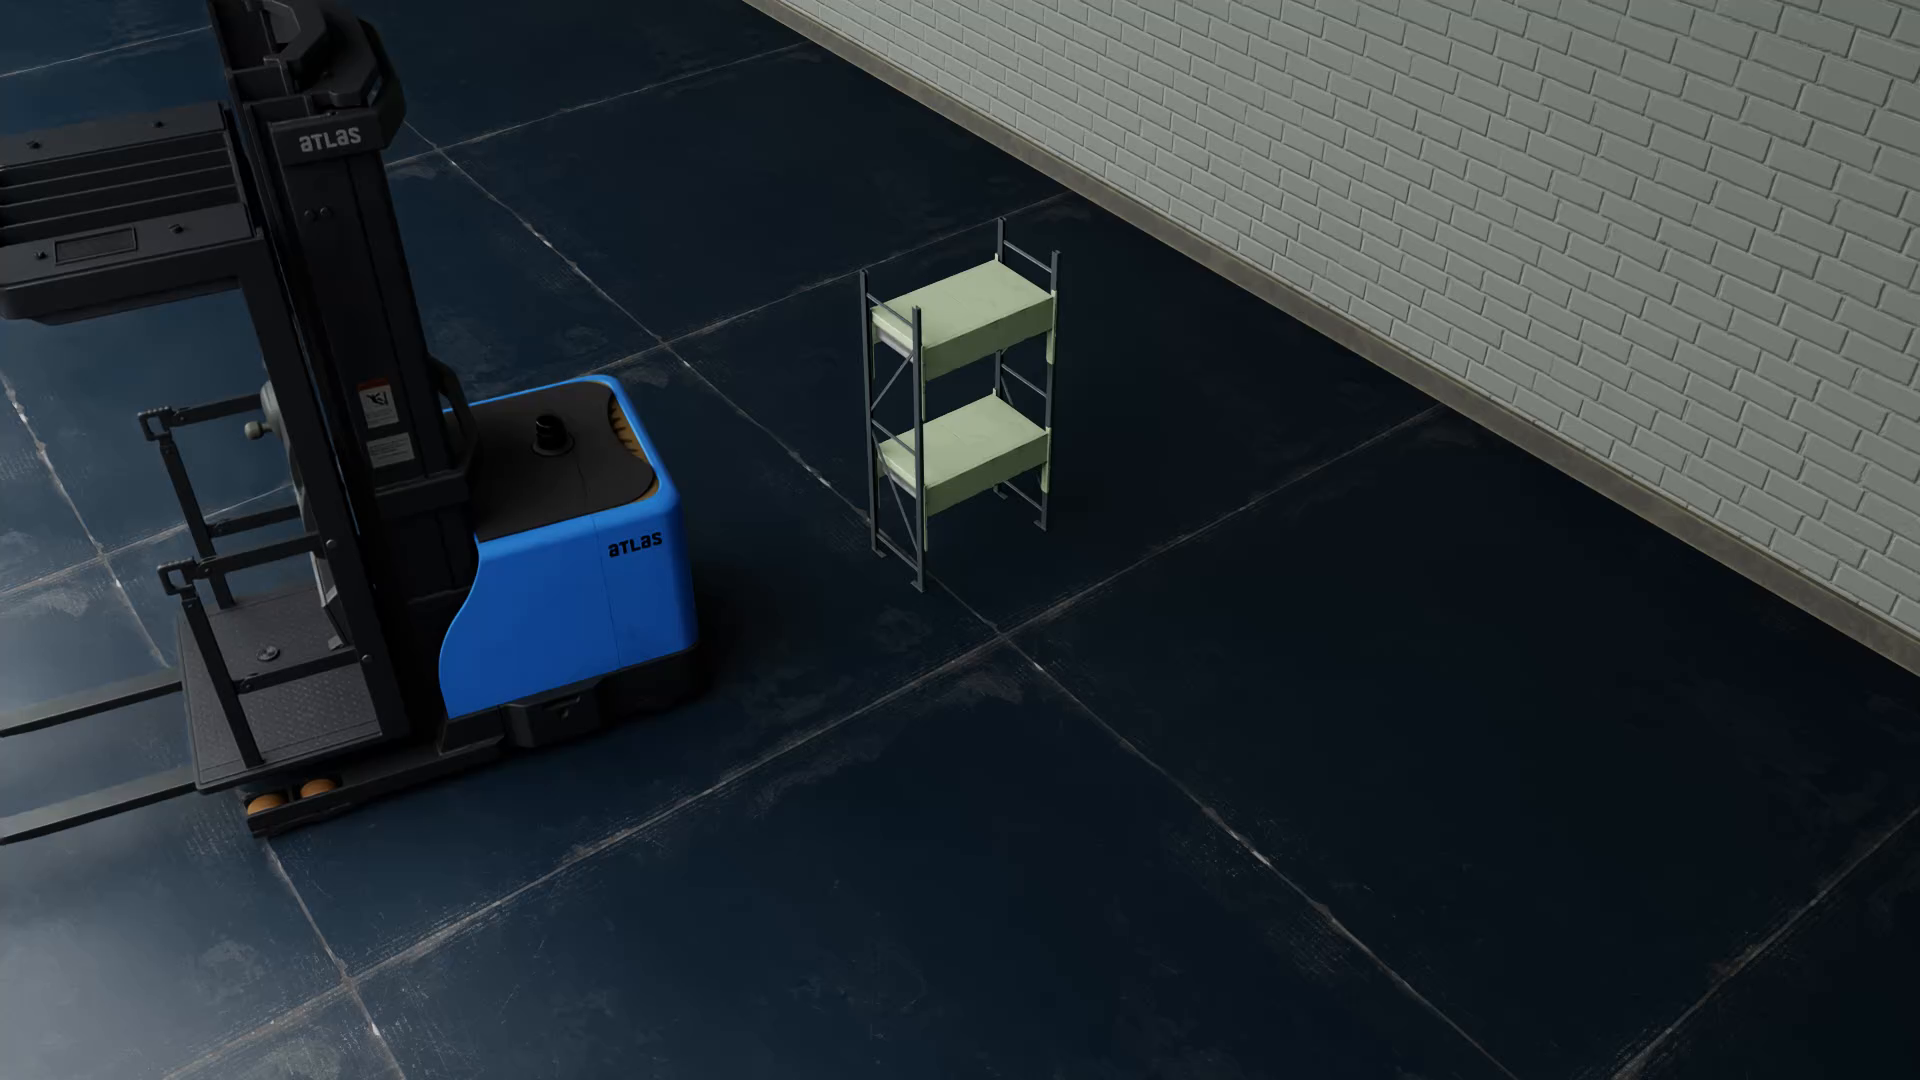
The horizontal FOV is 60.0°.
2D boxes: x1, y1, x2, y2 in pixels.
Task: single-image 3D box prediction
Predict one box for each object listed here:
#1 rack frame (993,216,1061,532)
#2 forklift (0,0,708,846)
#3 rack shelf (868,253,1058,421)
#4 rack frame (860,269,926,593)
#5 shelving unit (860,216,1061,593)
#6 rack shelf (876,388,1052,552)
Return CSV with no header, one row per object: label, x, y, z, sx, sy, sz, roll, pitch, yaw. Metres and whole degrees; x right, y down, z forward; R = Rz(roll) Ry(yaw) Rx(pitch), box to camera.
rack frame,0.295,-0.724,7.583,0.023,1.500,0.400,-26,46,-28
forklift,-2.631,-0.363,6.016,3.031,2.935,1.130,-16,42,-19
rack shelf,0.005,-0.884,7.163,0.720,0.370,0.431,-26,46,-28
rack frame,-0.285,-0.441,7.239,0.023,1.500,0.400,-26,46,-28
shelving unit,0.005,-0.582,7.411,0.755,1.500,0.431,-26,46,-28
rack shelf,0.005,-0.330,7.618,0.720,0.370,0.431,-26,46,-28
